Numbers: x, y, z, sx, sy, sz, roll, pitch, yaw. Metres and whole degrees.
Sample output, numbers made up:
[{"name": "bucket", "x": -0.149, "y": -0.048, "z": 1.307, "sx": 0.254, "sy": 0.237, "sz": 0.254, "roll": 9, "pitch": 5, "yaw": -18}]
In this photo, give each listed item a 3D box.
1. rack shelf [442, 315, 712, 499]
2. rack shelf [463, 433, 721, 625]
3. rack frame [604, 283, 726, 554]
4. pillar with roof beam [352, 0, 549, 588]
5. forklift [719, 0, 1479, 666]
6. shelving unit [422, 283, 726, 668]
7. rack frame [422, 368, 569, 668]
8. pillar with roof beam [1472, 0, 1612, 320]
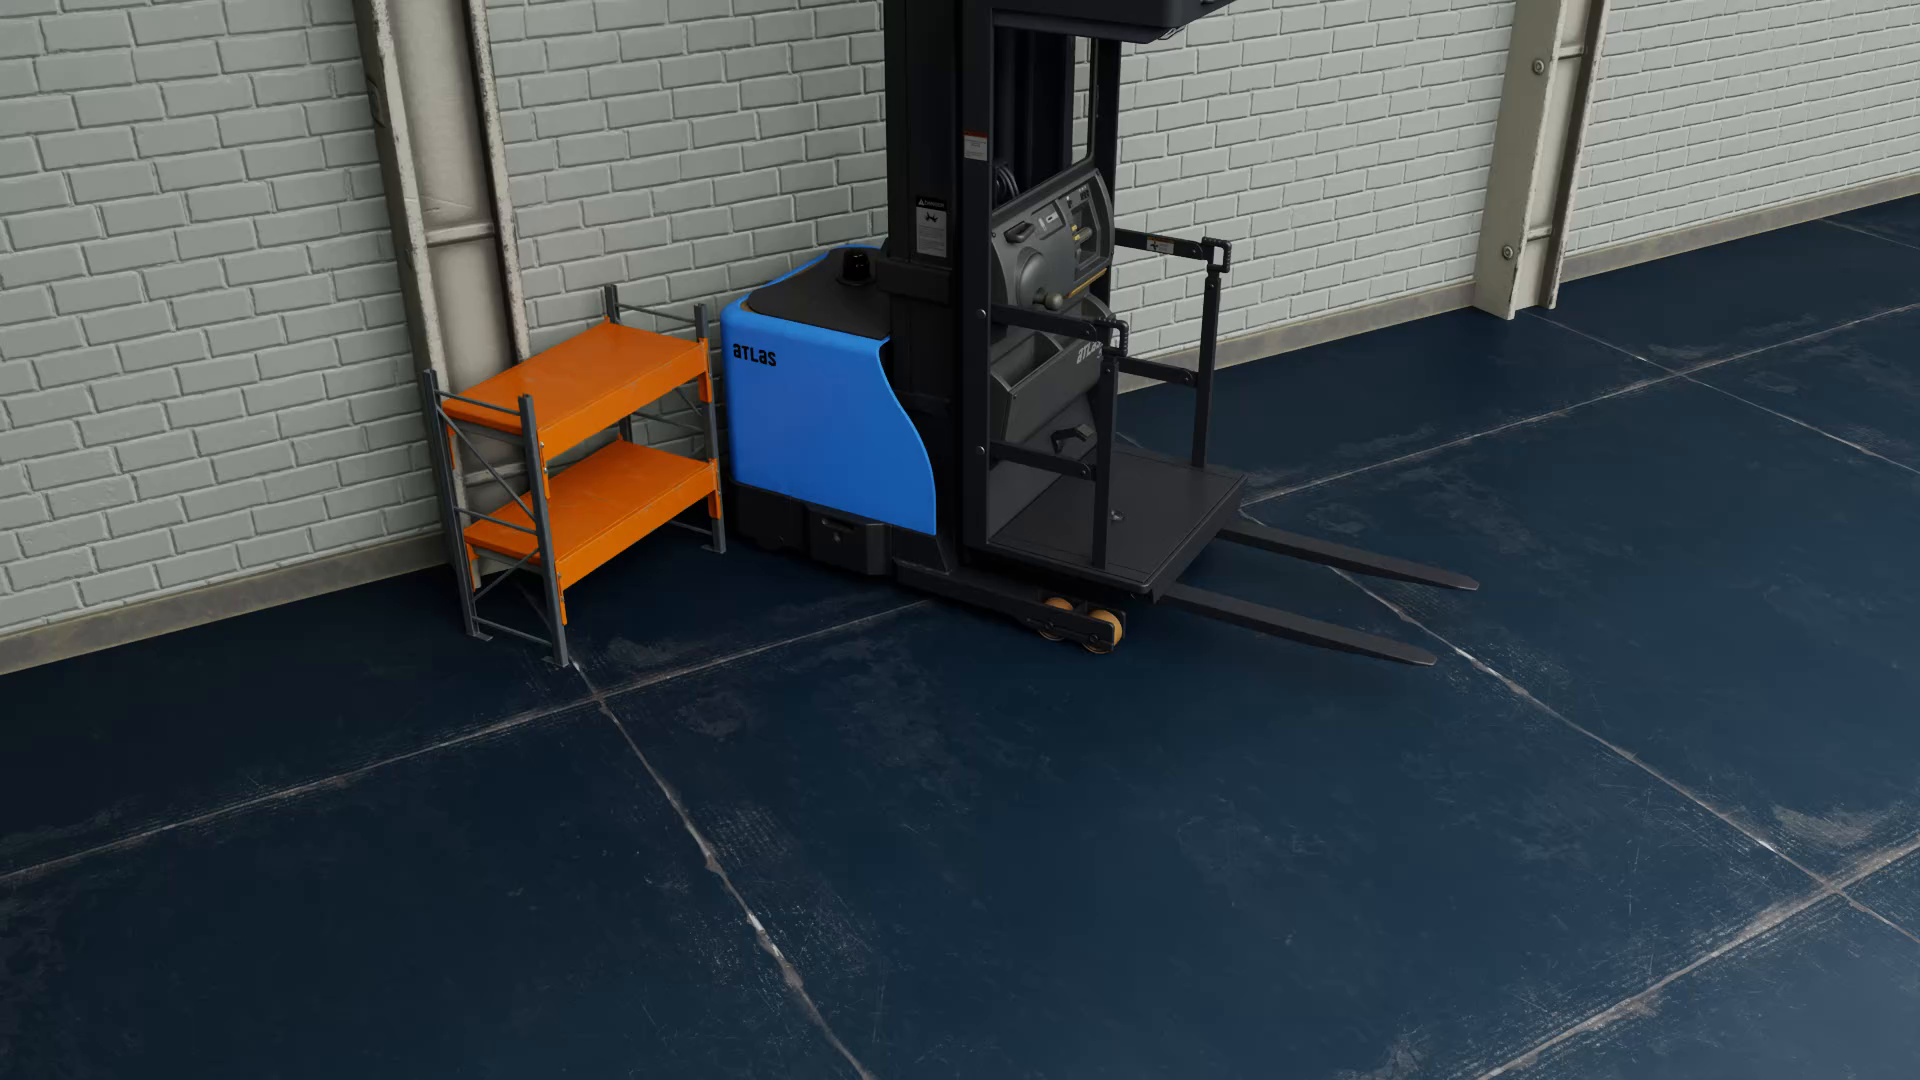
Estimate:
[{"name": "rack shelf", "x": -1.480, "y": -0.538, "z": 6.455, "sx": 0.538, "sy": 0.278, "sz": 1.000, "roll": 15, "pitch": 32, "yaw": 25}, {"name": "rack shelf", "x": -1.480, "y": -0.068, "z": 6.715, "sx": 0.538, "sy": 0.278, "sz": 1.000, "roll": 15, "pitch": 32, "yaw": 25}, {"name": "rack frame", "x": -1.233, "y": -0.497, "z": 6.986, "sx": 0.500, "sy": 1.125, "sz": 0.032, "roll": 15, "pitch": 32, "yaw": 25}, {"name": "pillar with roof beam", "x": 0.240, "y": -2.051, "z": 1.654, "sx": 0.400, "sy": 9.000, "sz": 9.100, "roll": -16, "pitch": 33, "yaw": -26}, {"name": "forklift", "x": 0.543, "y": -1.136, "z": 6.275, "sx": 3.031, "sy": 2.935, "sz": 1.130, "roll": 15, "pitch": 32, "yaw": 25}, {"name": "shelving unit", "x": -1.480, "y": -0.282, "z": 6.597, "sx": 0.538, "sy": 1.125, "sz": 1.048, "roll": 15, "pitch": 32, "yaw": 25}, {"name": "rack frame", "x": -1.727, "y": -0.067, "z": 6.208, "sx": 0.500, "sy": 1.125, "sz": 0.032, "roll": 15, "pitch": 32, "yaw": 25}, {"name": "pillar with roof beam", "x": 5.413, "y": -3.520, "z": 4.315, "sx": 0.400, "sy": 9.000, "sz": 9.100, "roll": -16, "pitch": 33, "yaw": -26}]
